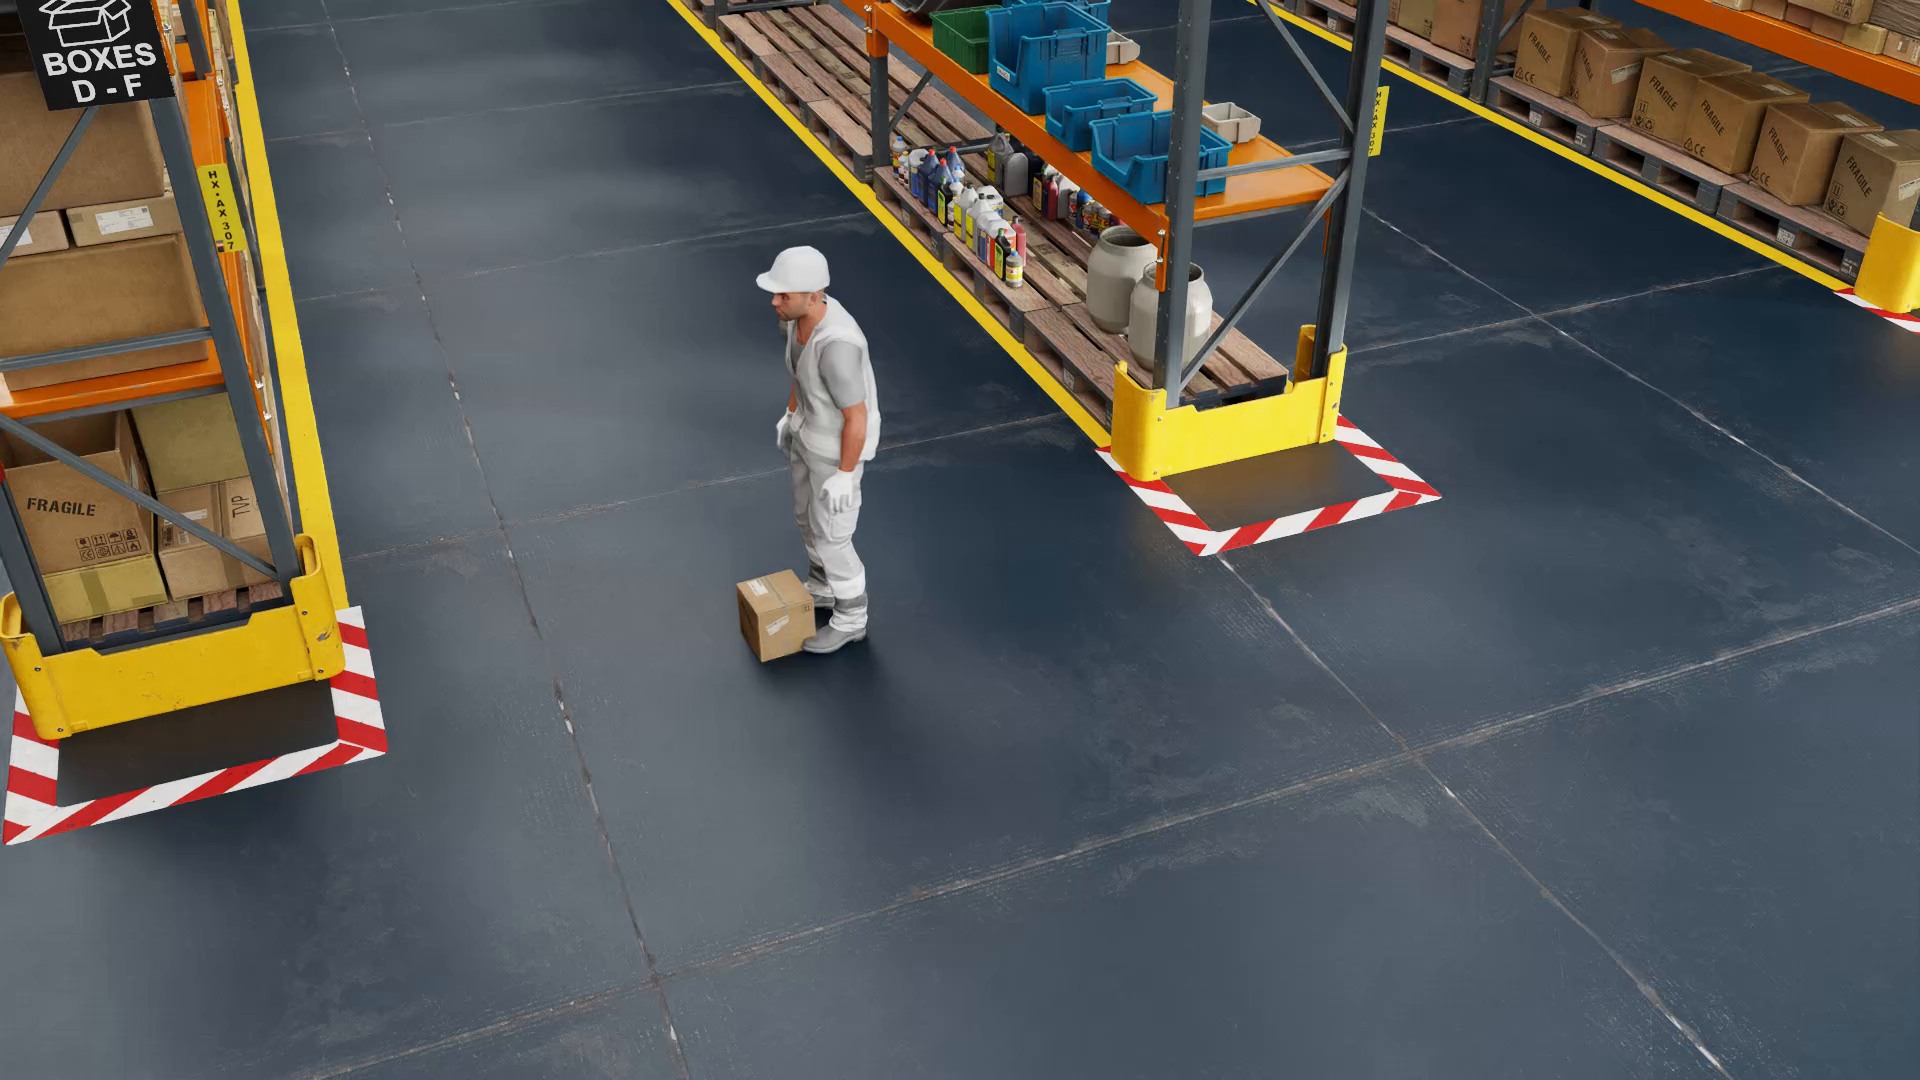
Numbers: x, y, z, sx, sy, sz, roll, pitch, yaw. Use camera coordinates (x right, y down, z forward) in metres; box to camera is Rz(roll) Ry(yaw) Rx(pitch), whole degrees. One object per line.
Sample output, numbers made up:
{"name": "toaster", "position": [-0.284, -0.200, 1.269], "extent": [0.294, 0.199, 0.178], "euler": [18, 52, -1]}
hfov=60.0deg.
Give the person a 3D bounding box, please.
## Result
{"name": "person", "position": [-0.560, -0.361, 6.677], "extent": [0.445, 1.781, 0.621], "euler": [-15, 36, -21]}
